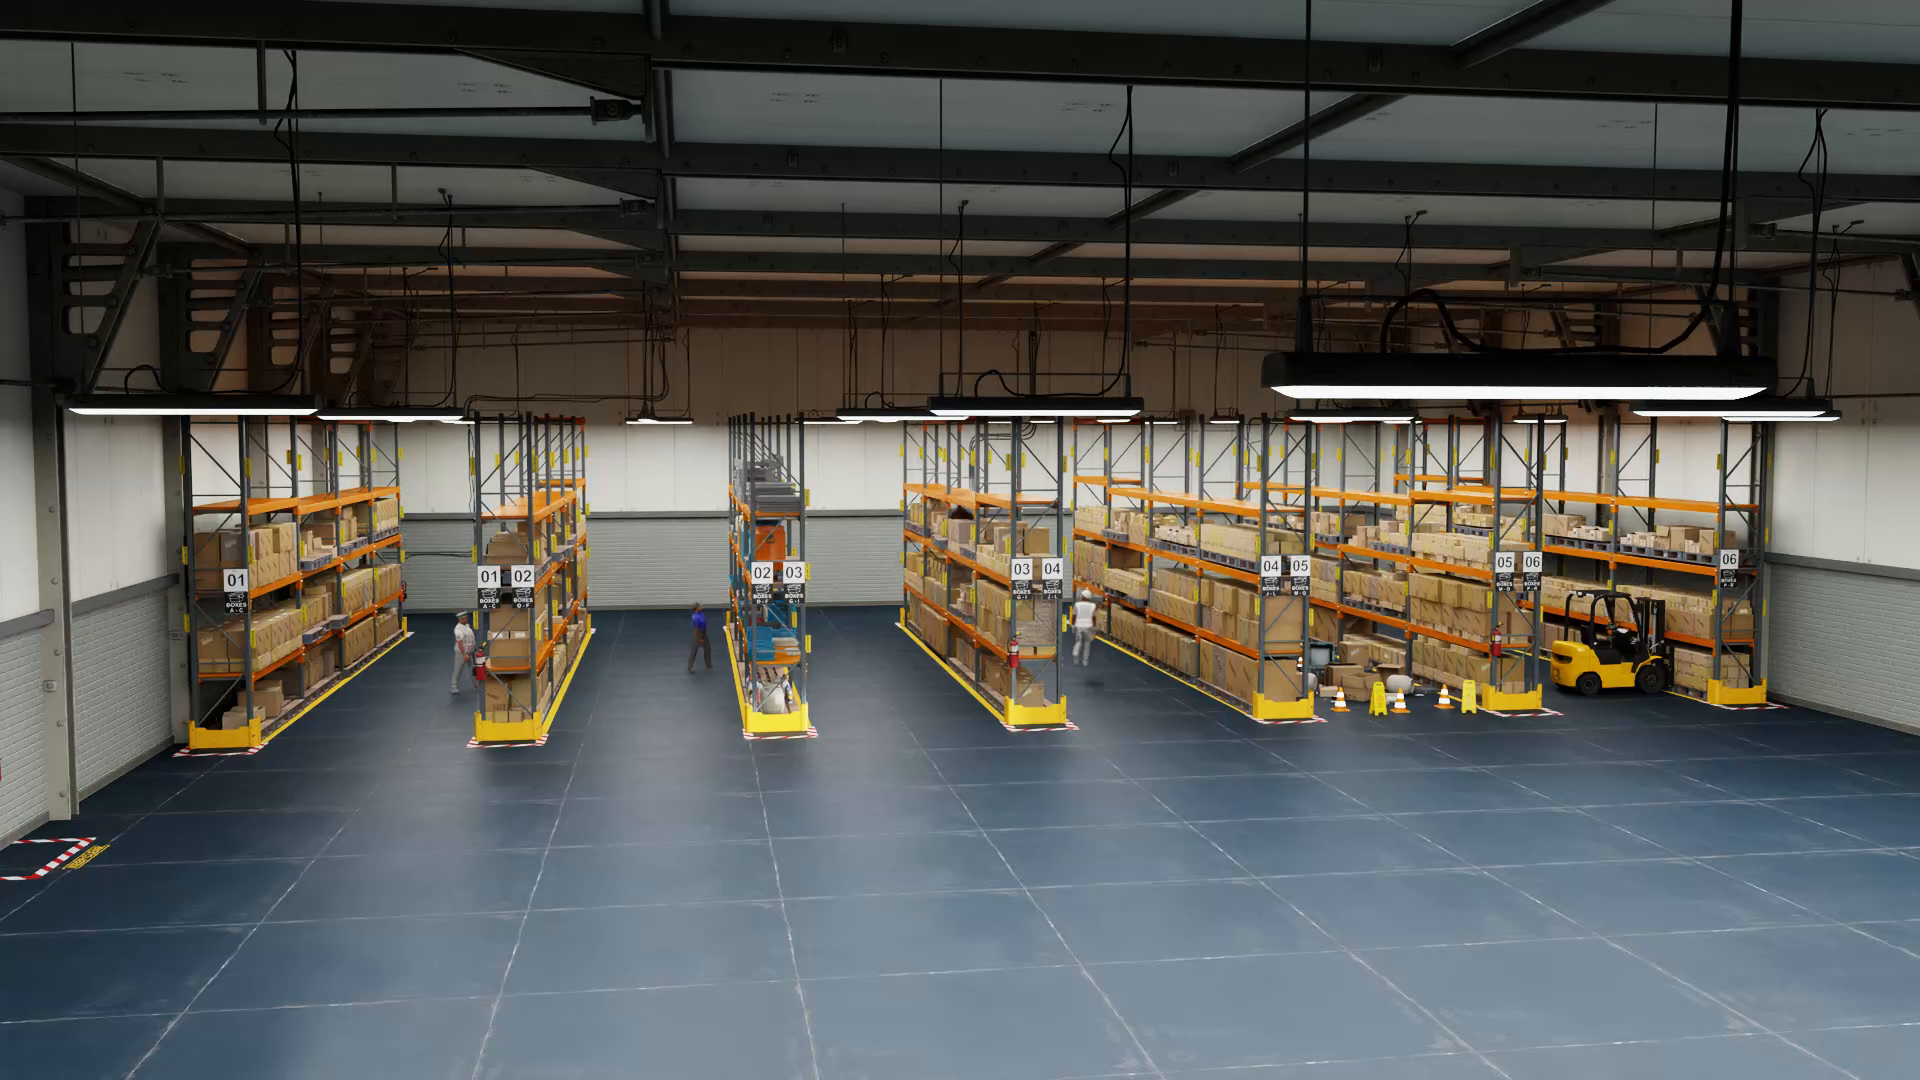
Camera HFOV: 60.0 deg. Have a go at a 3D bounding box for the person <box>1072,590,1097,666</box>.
[{"bbox_3d":[2.867,2.033,38.405,0.549,1.767,0.609,2,4,27],"label":"person"}]

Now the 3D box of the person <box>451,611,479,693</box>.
[{"bbox_3d":[-10.632,2.416,35.893,0.590,1.787,0.709,1,4,20],"label":"person"}]

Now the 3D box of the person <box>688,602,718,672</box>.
[{"bbox_3d":[-6.046,2.274,38.860,0.532,1.677,0.624,2,4,26],"label":"person"}]
